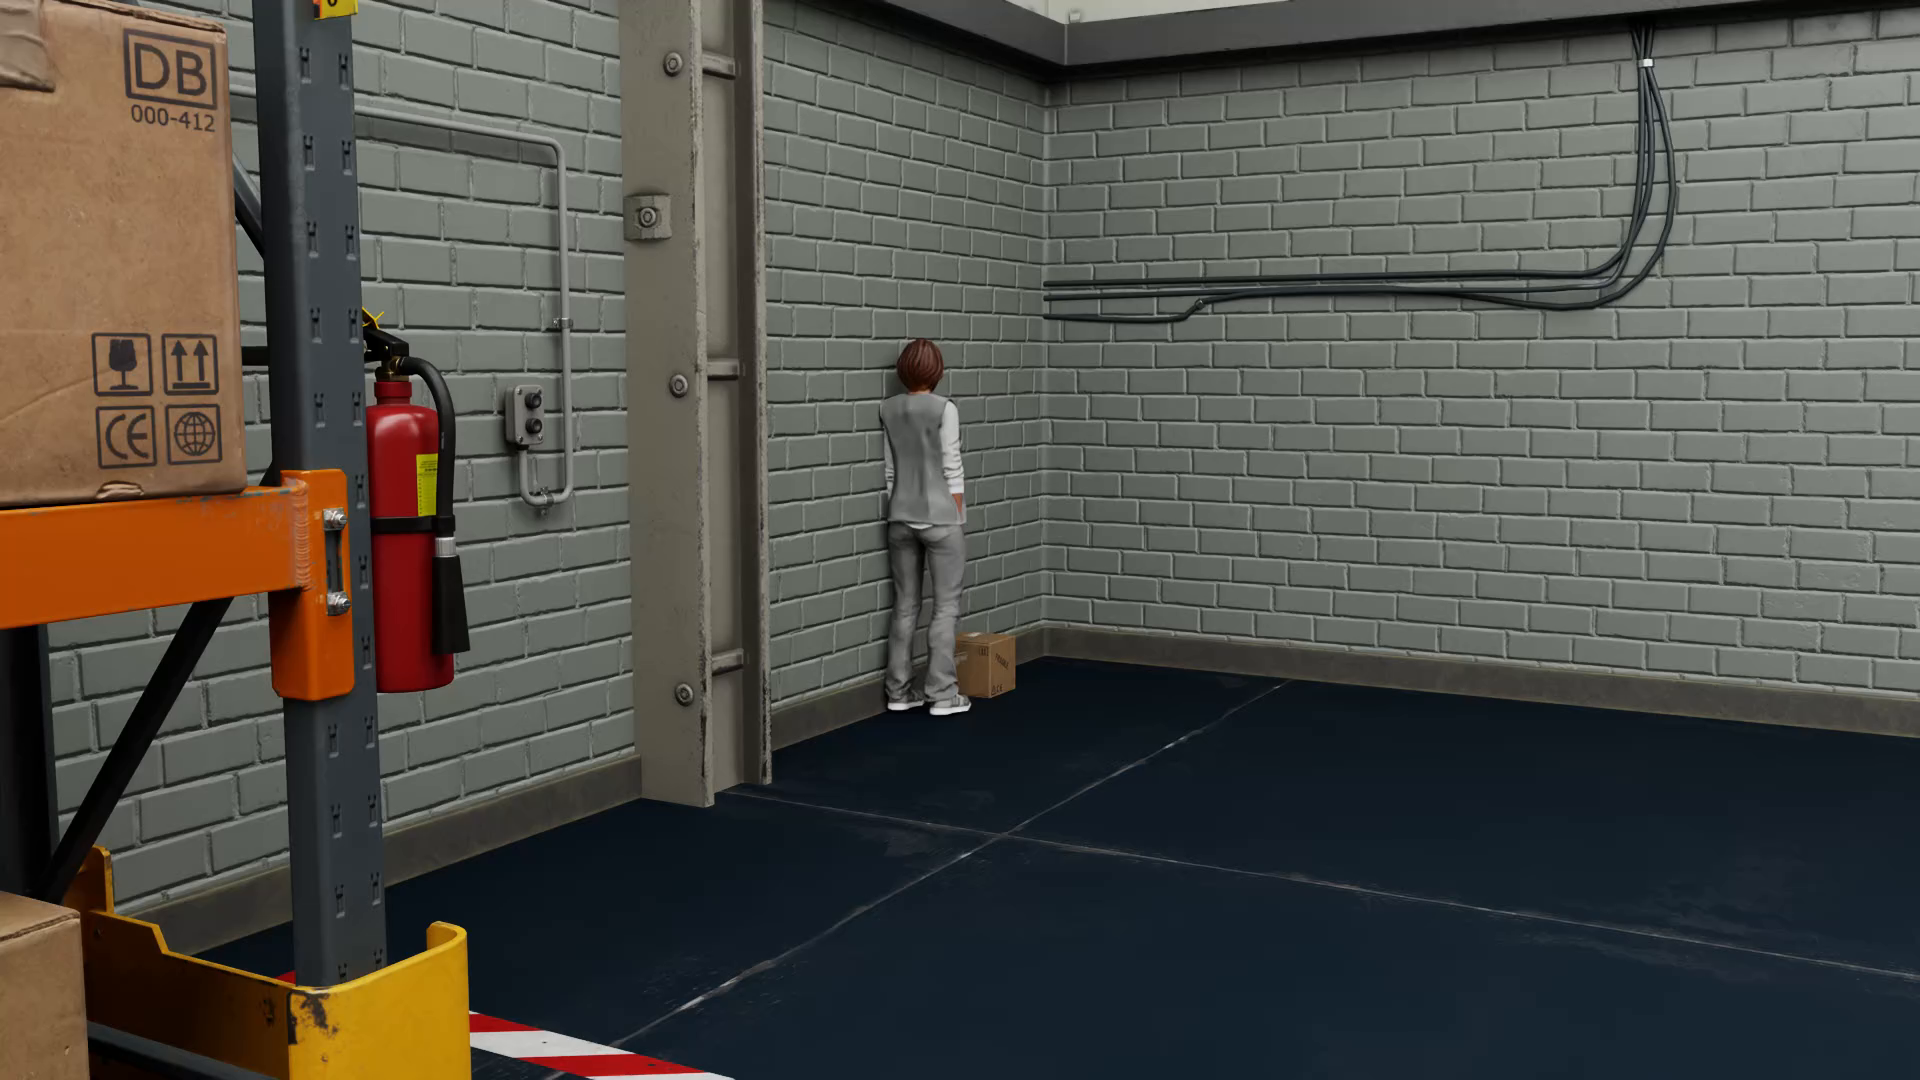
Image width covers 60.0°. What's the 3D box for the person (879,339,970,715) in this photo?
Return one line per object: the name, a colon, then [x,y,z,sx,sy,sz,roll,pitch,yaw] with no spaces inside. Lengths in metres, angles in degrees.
person: [-0.160,-0.055,7.094,0.406,1.594,0.309,4,7,30]
